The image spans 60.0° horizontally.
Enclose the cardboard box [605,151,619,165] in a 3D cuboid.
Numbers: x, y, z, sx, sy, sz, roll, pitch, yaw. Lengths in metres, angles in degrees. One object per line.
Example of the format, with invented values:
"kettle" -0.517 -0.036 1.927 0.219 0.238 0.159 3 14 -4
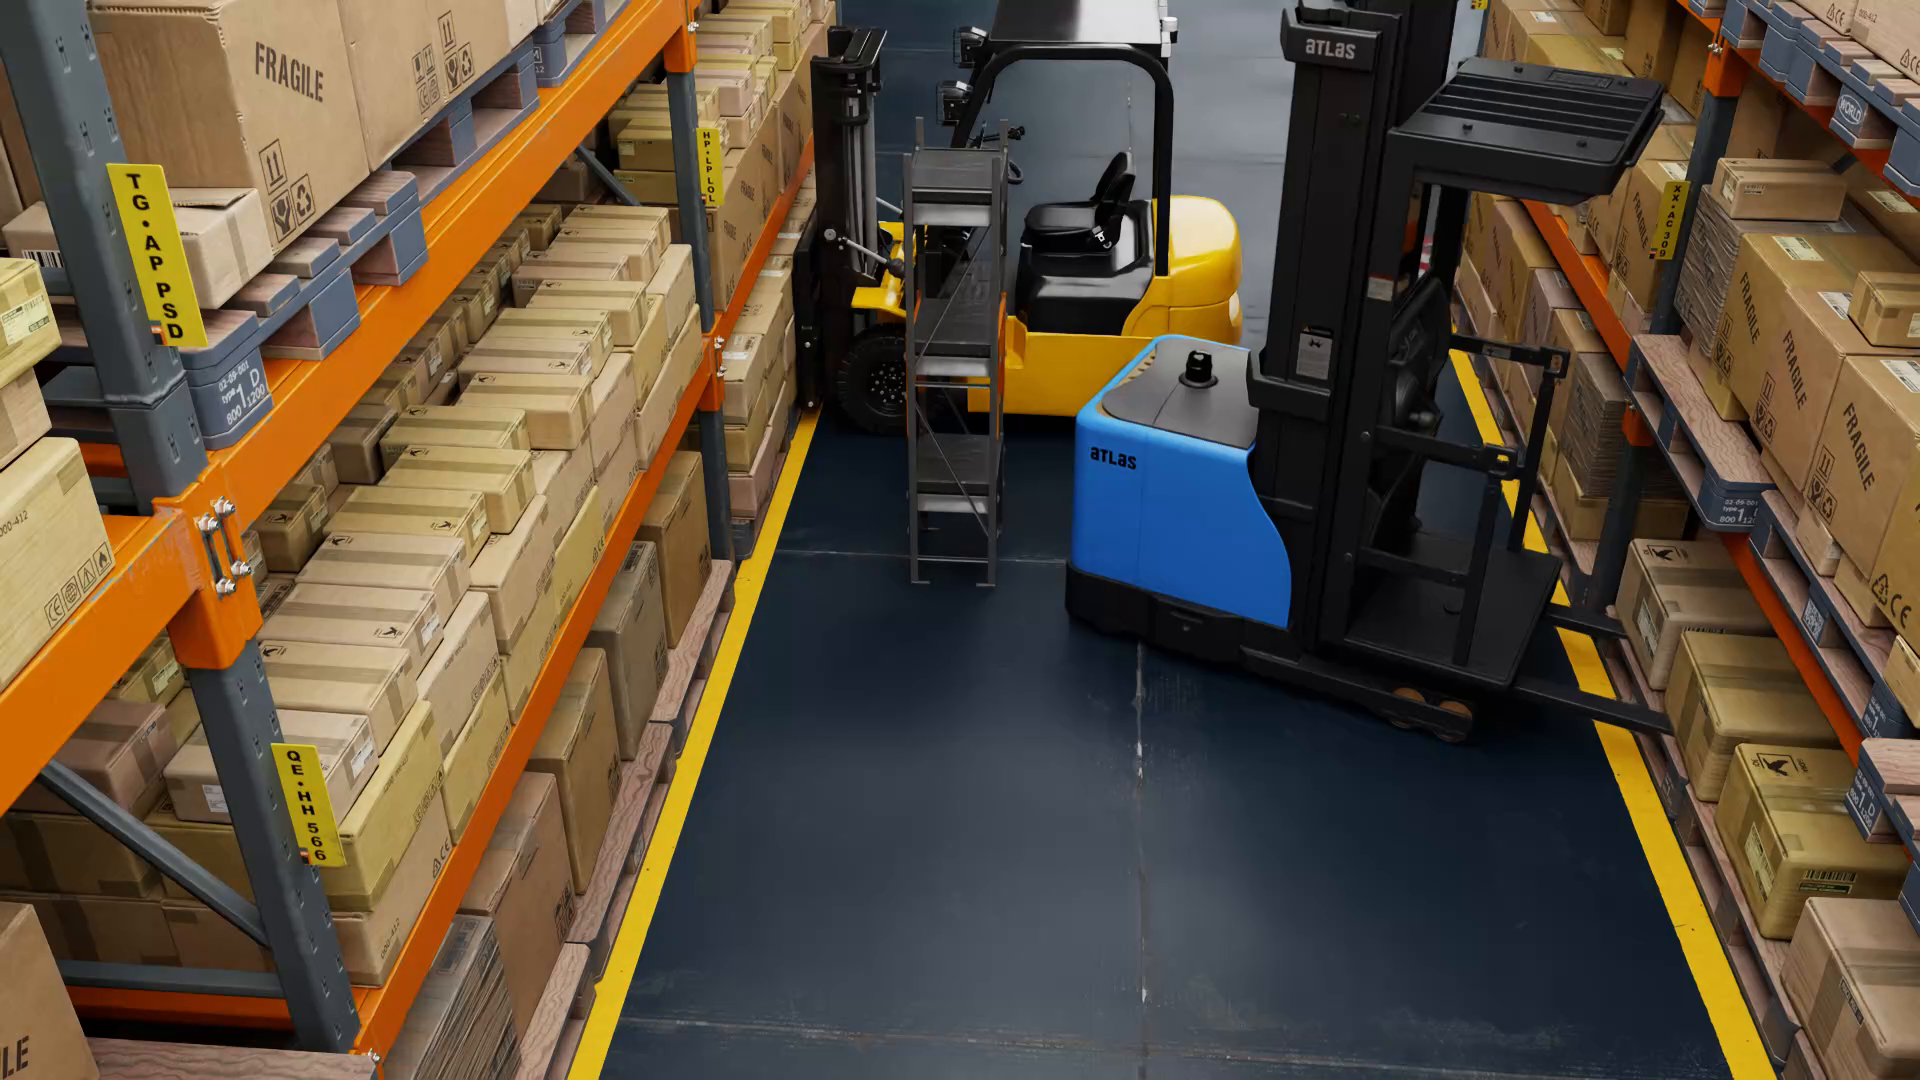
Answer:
"cardboard box" -1.762 -1.645 7.966 0.500 0.500 0.500 3 32 5

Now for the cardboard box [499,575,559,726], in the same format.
"cardboard box" -1.539 0.305 5.038 0.500 0.250 0.500 1 32 2

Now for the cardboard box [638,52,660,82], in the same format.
"cardboard box" -1.713 -2.389 8.271 0.380 0.149 0.250 2 32 3

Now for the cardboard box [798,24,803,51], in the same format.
"cardboard box" -1.077 -2.774 9.179 0.380 0.149 0.250 1 32 2

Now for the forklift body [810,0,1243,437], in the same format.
"forklift body" 0.416 -1.757 9.051 2.313 2.155 1.214 2 32 4

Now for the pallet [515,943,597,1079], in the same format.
"pallet" -1.794 1.754 5.203 1.003 0.211 1.213 2 32 4

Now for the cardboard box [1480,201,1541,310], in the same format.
"cardboard box" 3.319 -1.609 9.507 0.500 0.500 0.500 1 32 2

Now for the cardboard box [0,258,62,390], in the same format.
"cardboard box" -1.633 -0.321 2.533 0.380 0.149 0.250 3 32 6

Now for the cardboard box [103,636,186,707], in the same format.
"cardboard box" -2.165 0.357 4.099 0.380 0.149 0.250 3 32 5

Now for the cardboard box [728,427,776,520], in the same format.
"cardboard box" -1.204 -0.343 8.168 0.500 0.250 0.500 3 32 4

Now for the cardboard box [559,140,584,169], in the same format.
"cardboard box" -1.849 -1.721 7.187 0.380 0.149 0.250 3 32 4

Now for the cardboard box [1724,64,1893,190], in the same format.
"cardboard box" 3.626 -1.702 6.820 0.700 0.500 0.500 2 32 3

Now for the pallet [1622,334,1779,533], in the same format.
"pallet" 3.167 -0.411 6.240 1.003 0.211 1.213 2 32 4

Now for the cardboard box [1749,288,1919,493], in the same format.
"cardboard box" 2.956 -0.481 5.392 0.500 0.500 0.500 2 32 4

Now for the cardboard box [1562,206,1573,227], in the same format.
"cardboard box" 3.226 -1.624 8.265 0.380 0.149 0.250 2 32 3

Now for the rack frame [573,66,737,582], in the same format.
"rack frame" -1.574 -1.096 7.169 1.000 3.000 0.127 2 32 4

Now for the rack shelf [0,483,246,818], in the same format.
"rack shelf" -2.062 1.071 1.480 1.077 0.370 4.000 2 32 4

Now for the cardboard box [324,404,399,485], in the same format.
"cardboard box" -1.969 -0.305 5.173 0.380 0.149 0.250 3 32 5

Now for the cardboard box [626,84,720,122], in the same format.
"cardboard box" -1.309 -1.970 7.590 0.380 0.149 0.250 2 32 3

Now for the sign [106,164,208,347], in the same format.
"sign" -1.359 -0.477 2.813 0.100 0.325 0.005 2 32 4

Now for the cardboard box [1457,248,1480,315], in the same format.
"cardboard box" 3.358 -1.576 10.168 0.500 0.250 0.500 2 32 4

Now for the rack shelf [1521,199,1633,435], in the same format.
"rack shelf" 3.537 -1.625 8.714 1.077 0.370 4.000 2 32 4

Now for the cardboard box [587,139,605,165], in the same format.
"cardboard box" -1.818 -1.726 7.478 0.380 0.149 0.250 2 32 3

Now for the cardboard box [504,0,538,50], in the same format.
"cardboard box" -1.423 -1.496 4.703 0.380 0.149 0.250 2 32 3

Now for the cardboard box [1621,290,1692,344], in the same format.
"cardboard box" 3.096 -0.960 7.188 0.380 0.149 0.250 2 32 3

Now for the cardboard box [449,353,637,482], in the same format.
"cardboard box" -1.441 -0.441 5.773 0.500 0.250 0.500 3 32 5

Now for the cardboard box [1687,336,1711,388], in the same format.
"cardboard box" 3.014 -0.682 6.337 0.380 0.149 0.250 3 32 5

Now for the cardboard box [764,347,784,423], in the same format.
"cardboard box" -1.188 -0.820 8.466 0.500 0.250 0.500 2 32 4

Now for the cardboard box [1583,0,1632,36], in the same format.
"cardboard box" 3.827 -3.032 8.978 0.700 0.500 0.500 3 32 4

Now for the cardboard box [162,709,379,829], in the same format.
"cardboard box" -1.580 0.523 3.829 0.380 0.149 0.250 3 32 5

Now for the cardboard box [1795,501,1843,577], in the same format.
"cardboard box" 2.880 -0.002 5.233 0.380 0.149 0.250 4 32 6

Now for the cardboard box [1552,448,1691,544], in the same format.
"cardboard box" 3.154 -0.215 7.960 0.500 0.250 0.500 4 32 6

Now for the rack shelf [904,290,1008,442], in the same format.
"rack shelf" -0.013 -0.796 7.566 0.431 0.518 0.480 2 32 4

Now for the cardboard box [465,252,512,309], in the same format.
"cardboard box" -1.911 -0.971 6.254 0.380 0.149 0.250 2 32 4

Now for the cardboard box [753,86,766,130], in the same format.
"cardboard box" -1.156 -2.106 8.095 0.380 0.149 0.250 2 32 3

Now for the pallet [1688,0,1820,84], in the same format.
"pallet" 3.217 -1.765 5.574 1.213 0.211 1.003 2 32 4

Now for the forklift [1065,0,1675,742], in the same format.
"forklift" 2.026 -0.731 6.642 3.031 2.935 1.130 16 35 24

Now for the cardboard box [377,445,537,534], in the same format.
"cardboard box" -1.485 -0.152 4.925 0.380 0.149 0.250 3 32 5

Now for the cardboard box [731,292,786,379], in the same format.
"cardboard box" -1.170 -1.036 8.340 0.500 0.250 0.500 3 32 4

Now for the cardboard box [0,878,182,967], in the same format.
"cardboard box" -2.118 0.814 4.214 0.500 0.250 0.500 2 32 3

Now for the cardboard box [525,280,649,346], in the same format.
"cardboard box" -1.345 -0.822 6.011 0.380 0.149 0.250 2 32 2

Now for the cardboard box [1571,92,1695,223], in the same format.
"cardboard box" 3.235 -1.839 7.996 0.500 0.500 0.500 3 32 5

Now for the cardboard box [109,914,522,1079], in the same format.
"cardboard box" -1.835 1.502 4.816 0.875 0.625 0.625 3 32 6

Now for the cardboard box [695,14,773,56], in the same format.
"cardboard box" -1.186 -2.634 8.668 0.380 0.149 0.250 3 32 5

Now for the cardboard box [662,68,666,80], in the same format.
"cardboard box" -1.679 -2.400 8.571 0.380 0.149 0.250 1 32 2

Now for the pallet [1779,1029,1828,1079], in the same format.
"pallet" 3.113 1.984 4.829 1.003 0.211 1.213 2 32 4

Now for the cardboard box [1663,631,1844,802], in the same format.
"cardboard box" 3.278 0.704 6.352 0.950 0.372 0.625 4 32 7

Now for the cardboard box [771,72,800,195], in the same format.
"cardboard box" -1.149 -2.159 8.800 0.500 0.500 0.500 3 32 4

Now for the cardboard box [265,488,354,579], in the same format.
"cardboard box" -2.056 0.071 4.943 0.500 0.250 0.500 2 32 4

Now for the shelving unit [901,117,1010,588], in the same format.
"shelving unit" -0.013 -0.807 7.559 0.431 2.100 0.503 2 32 4
